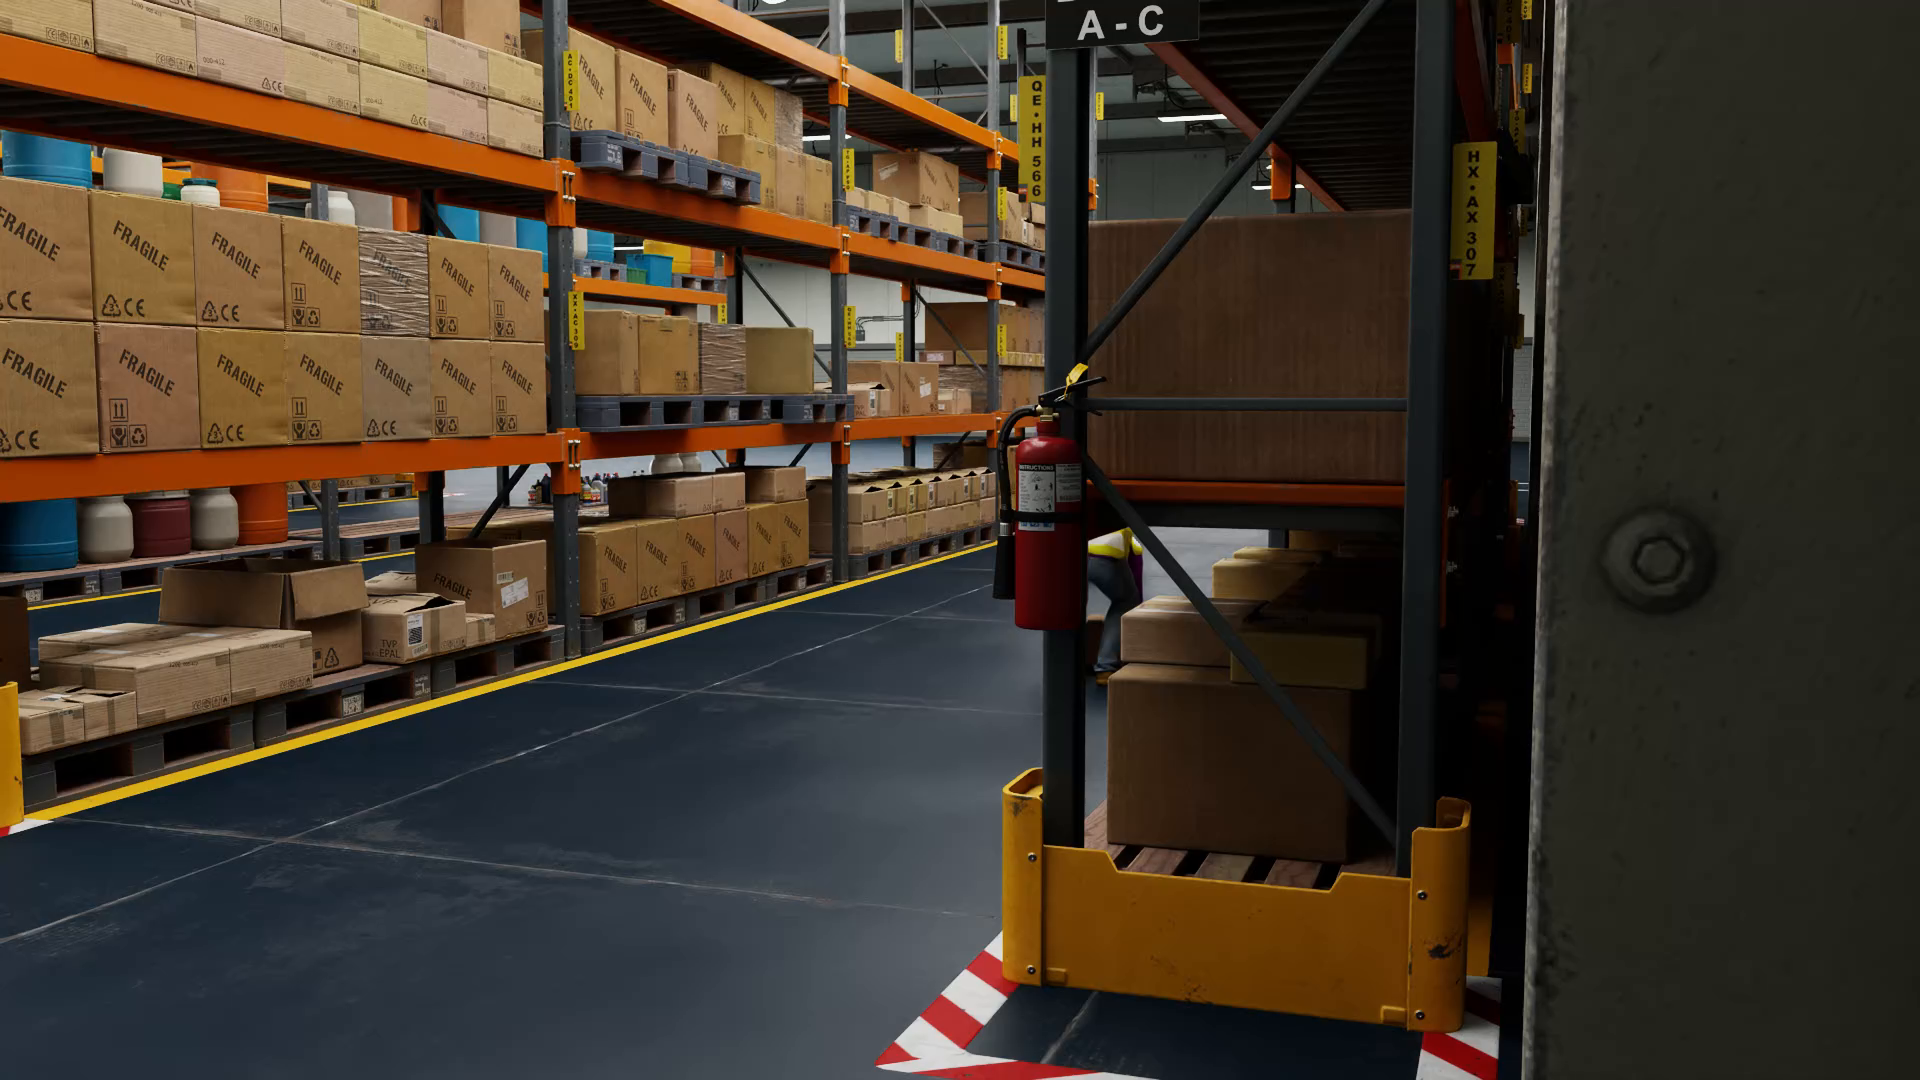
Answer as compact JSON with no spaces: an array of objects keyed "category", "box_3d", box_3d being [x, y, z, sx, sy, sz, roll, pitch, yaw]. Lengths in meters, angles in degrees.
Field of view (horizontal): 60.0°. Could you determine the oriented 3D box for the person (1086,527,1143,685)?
[{"category":"person","box_3d":[0.726,0.273,9.003,0.508,0.925,0.975,2,5,16]}]
